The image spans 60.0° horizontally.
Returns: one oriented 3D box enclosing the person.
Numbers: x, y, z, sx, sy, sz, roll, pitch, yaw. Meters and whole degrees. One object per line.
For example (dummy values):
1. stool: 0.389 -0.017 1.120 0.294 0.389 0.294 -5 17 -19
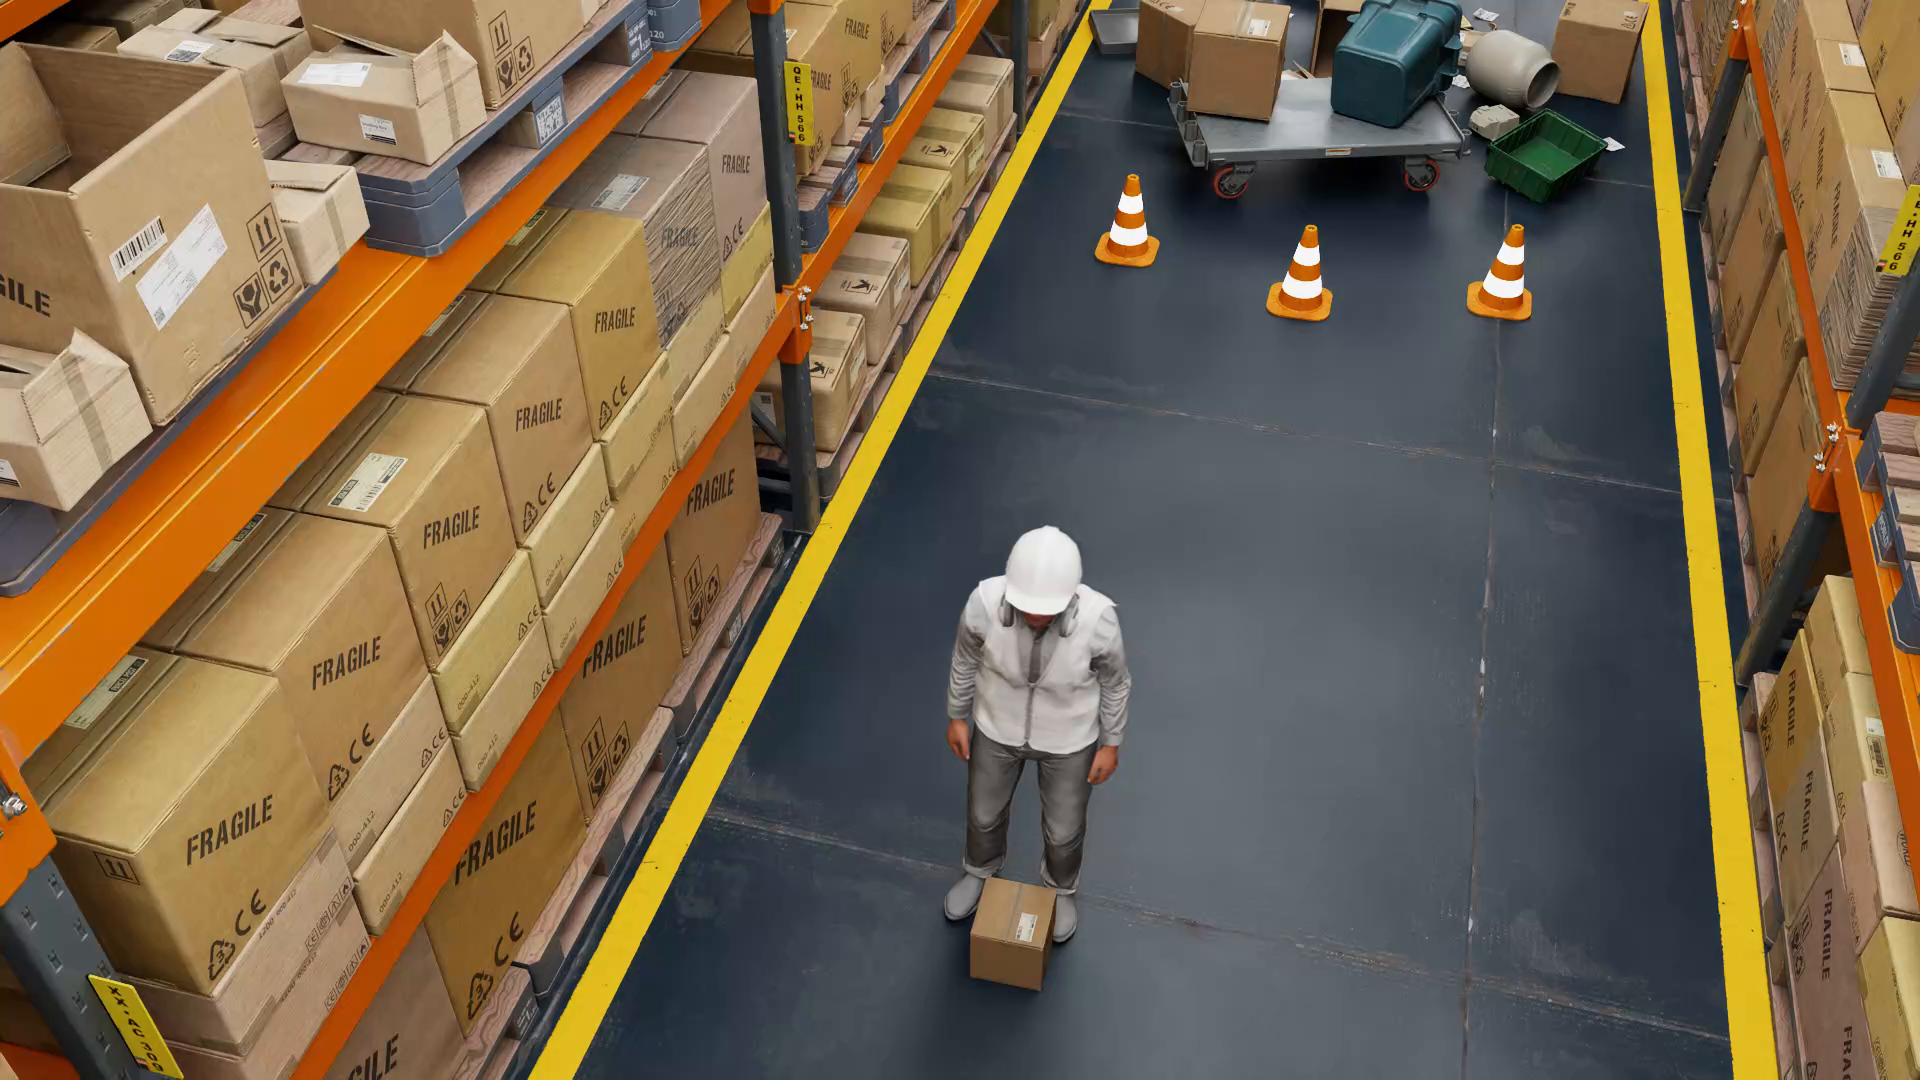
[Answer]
1. person: 0.244 0.619 5.419 0.586 1.771 0.466 9 42 11
